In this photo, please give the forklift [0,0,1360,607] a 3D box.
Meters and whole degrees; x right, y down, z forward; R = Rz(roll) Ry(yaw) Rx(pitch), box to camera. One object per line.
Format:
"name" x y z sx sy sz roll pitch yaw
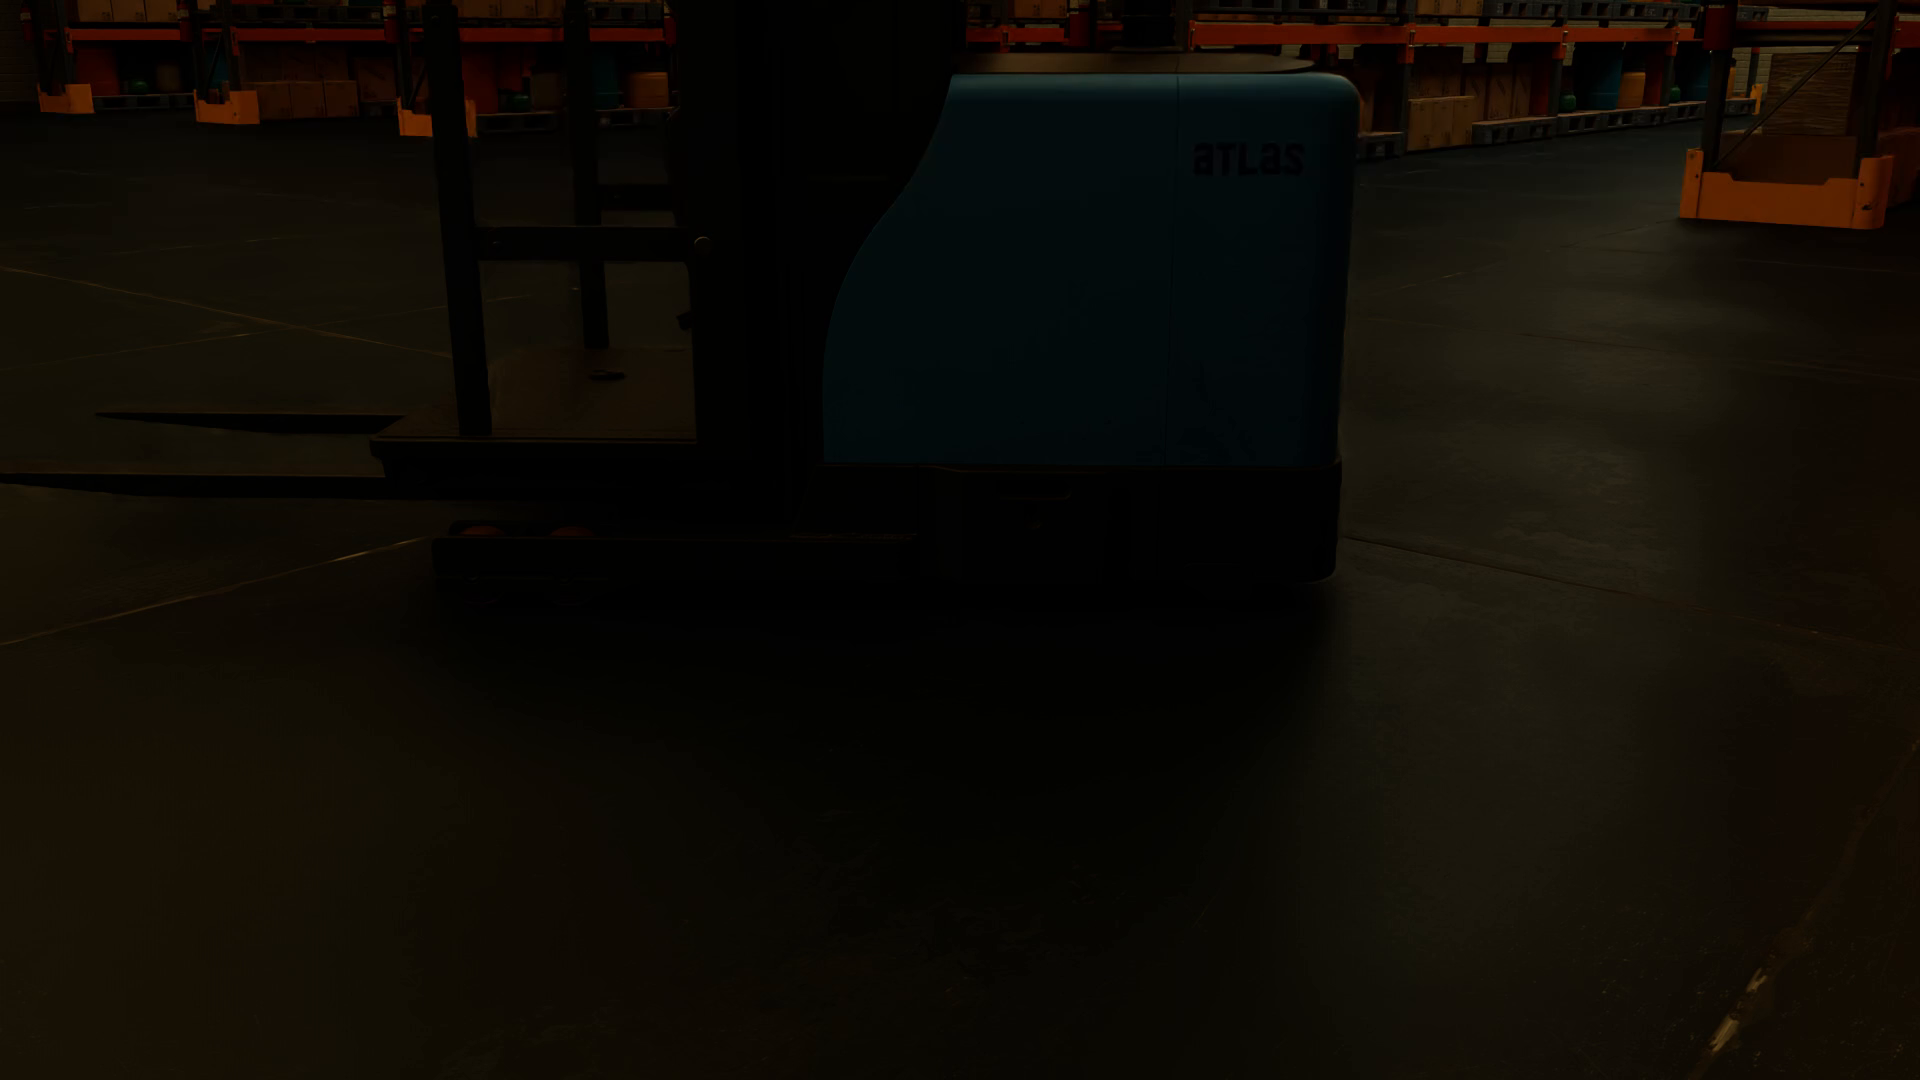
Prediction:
"forklift" -0.708 -1.415 3.557 3.031 2.935 1.130 1 17 2
